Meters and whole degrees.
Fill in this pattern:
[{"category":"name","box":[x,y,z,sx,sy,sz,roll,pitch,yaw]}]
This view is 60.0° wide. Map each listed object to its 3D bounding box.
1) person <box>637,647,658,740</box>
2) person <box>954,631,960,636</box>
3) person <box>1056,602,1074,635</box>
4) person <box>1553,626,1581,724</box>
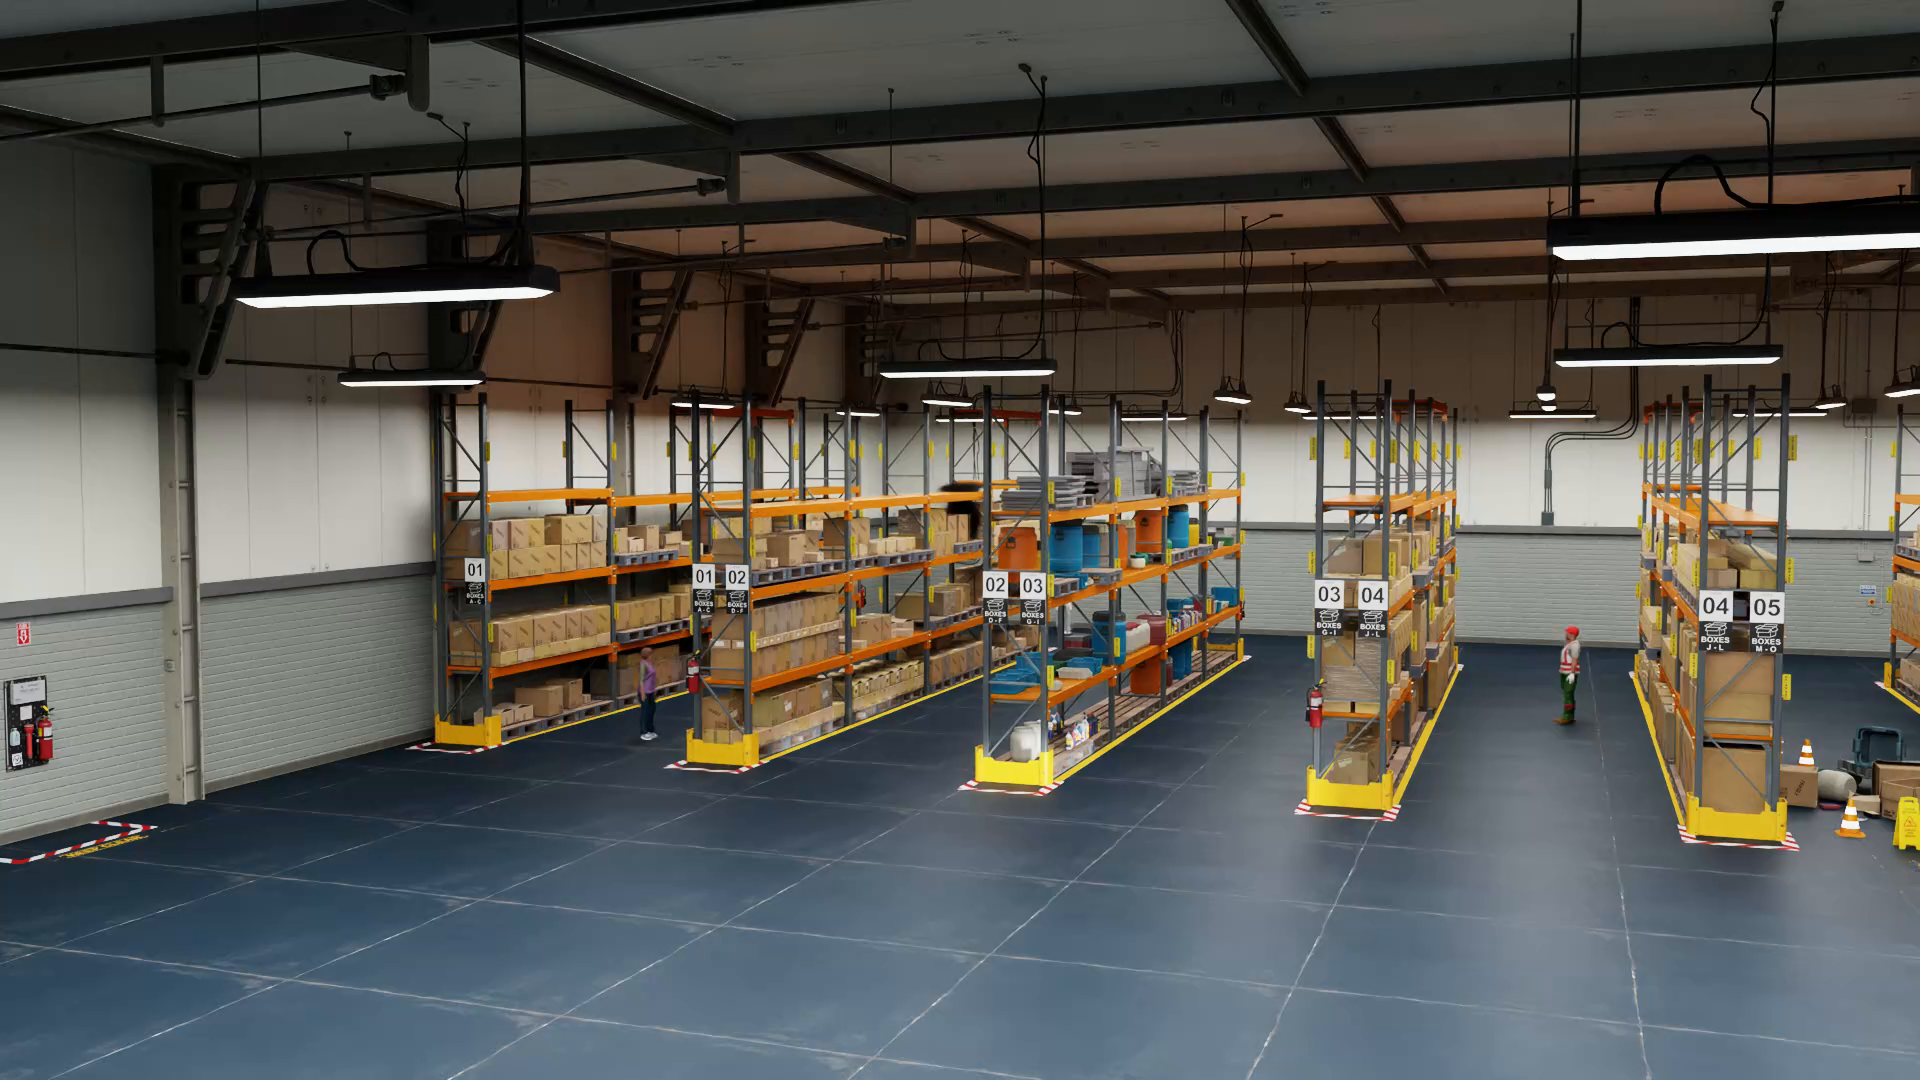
[{"category":"person","box":[-5.458,2.706,28.978,0.332,1.634,0.501,1,3,13]},{"category":"person","box":[-0.073,1.900,41.966,0.506,1.734,0.557,2,4,37]},{"category":"person","box":[2.808,1.720,45.388,0.674,1.807,0.494,-1,3,-20]},{"category":"person","box":[11.168,2.478,30.698,0.590,1.787,0.547,0,3,-8]}]
